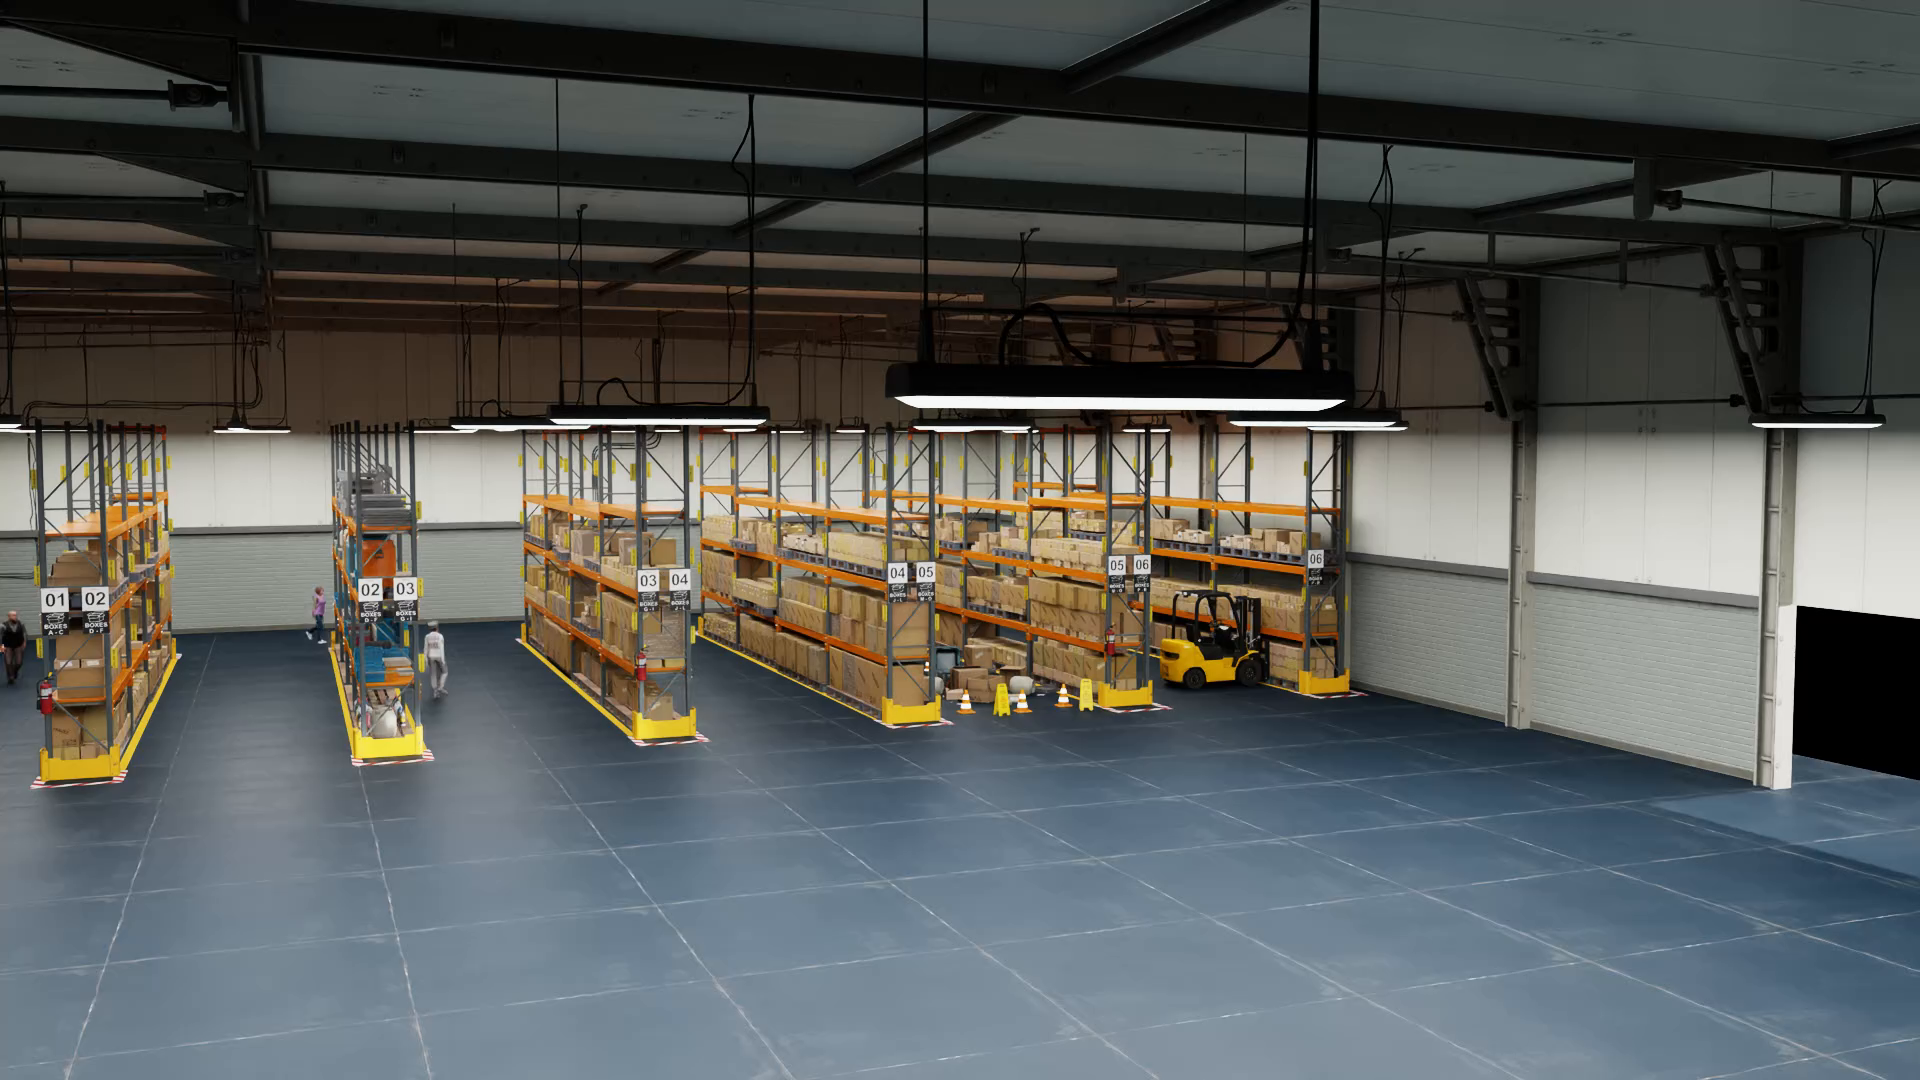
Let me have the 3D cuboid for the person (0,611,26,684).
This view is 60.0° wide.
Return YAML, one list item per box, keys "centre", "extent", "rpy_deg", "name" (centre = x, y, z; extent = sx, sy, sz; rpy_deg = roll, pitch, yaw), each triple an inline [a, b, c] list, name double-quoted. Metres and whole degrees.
- centre: [-22.041, 2.477, 38.651]
  extent: [0.609, 1.685, 0.540]
  rpy_deg: [-2, 4, -33]
  name: "person"

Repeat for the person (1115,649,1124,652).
- centre: [3.755, 2.468, 39.693]
  extent: [0.558, 1.566, 0.715]
  rpy_deg: [-1, 4, -20]
  name: "person"

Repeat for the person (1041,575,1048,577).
- centre: [2.384, 1.797, 46.991]
  extent: [0.594, 1.627, 0.616]
  rpy_deg: [2, 4, 27]
  name: "person"

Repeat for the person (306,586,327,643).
- centre: [-17.782, 2.057, 45.924]
  extent: [0.717, 1.570, 0.422]
  rpy_deg: [1, 4, 13]
  name: "person"

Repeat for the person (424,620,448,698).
- centre: [-11.464, 2.605, 36.361]
  extent: [0.518, 1.671, 0.455]
  rpy_deg: [0, 4, -5]
  name: "person"
